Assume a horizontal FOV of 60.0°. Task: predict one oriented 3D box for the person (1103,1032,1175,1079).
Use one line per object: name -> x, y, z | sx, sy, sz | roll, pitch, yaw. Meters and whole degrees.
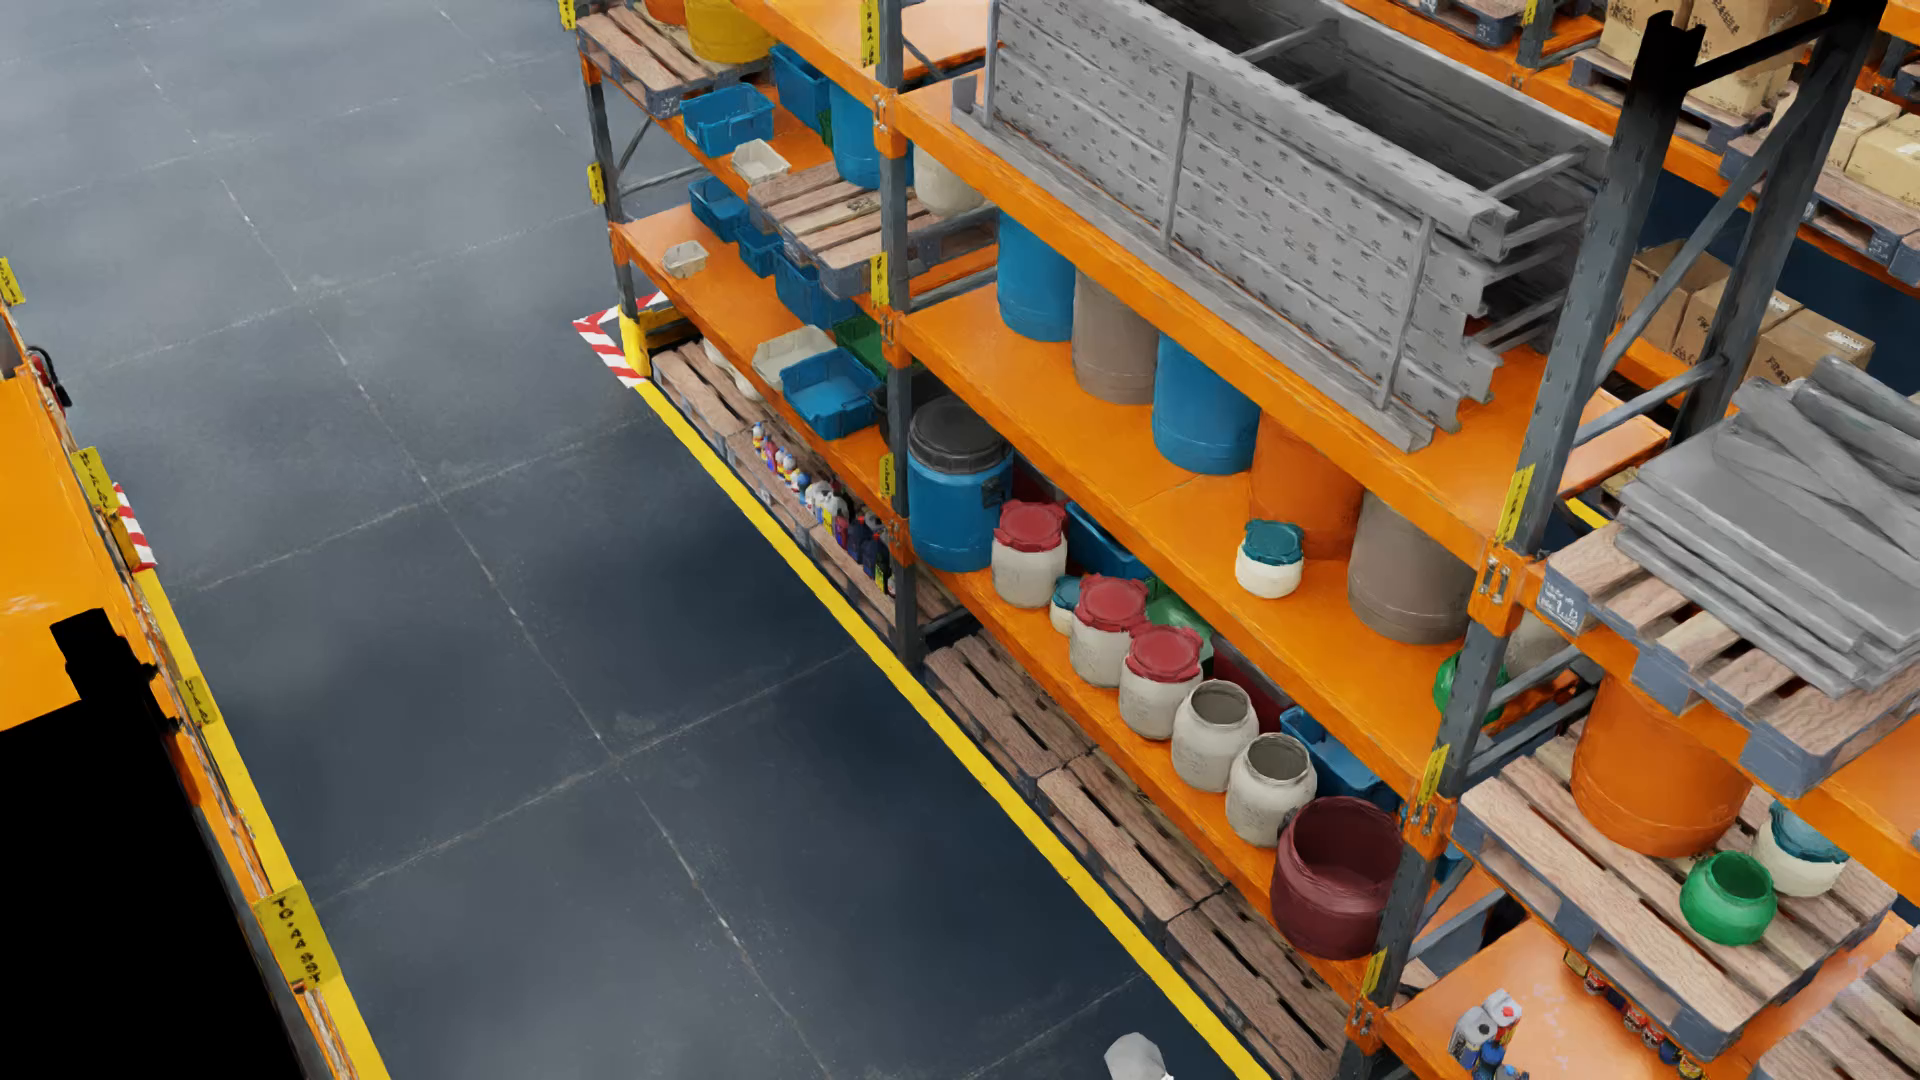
person -> 0.764, 2.772, 7.541 | 0.498, 1.582, 1.066 | -26, 49, -25
